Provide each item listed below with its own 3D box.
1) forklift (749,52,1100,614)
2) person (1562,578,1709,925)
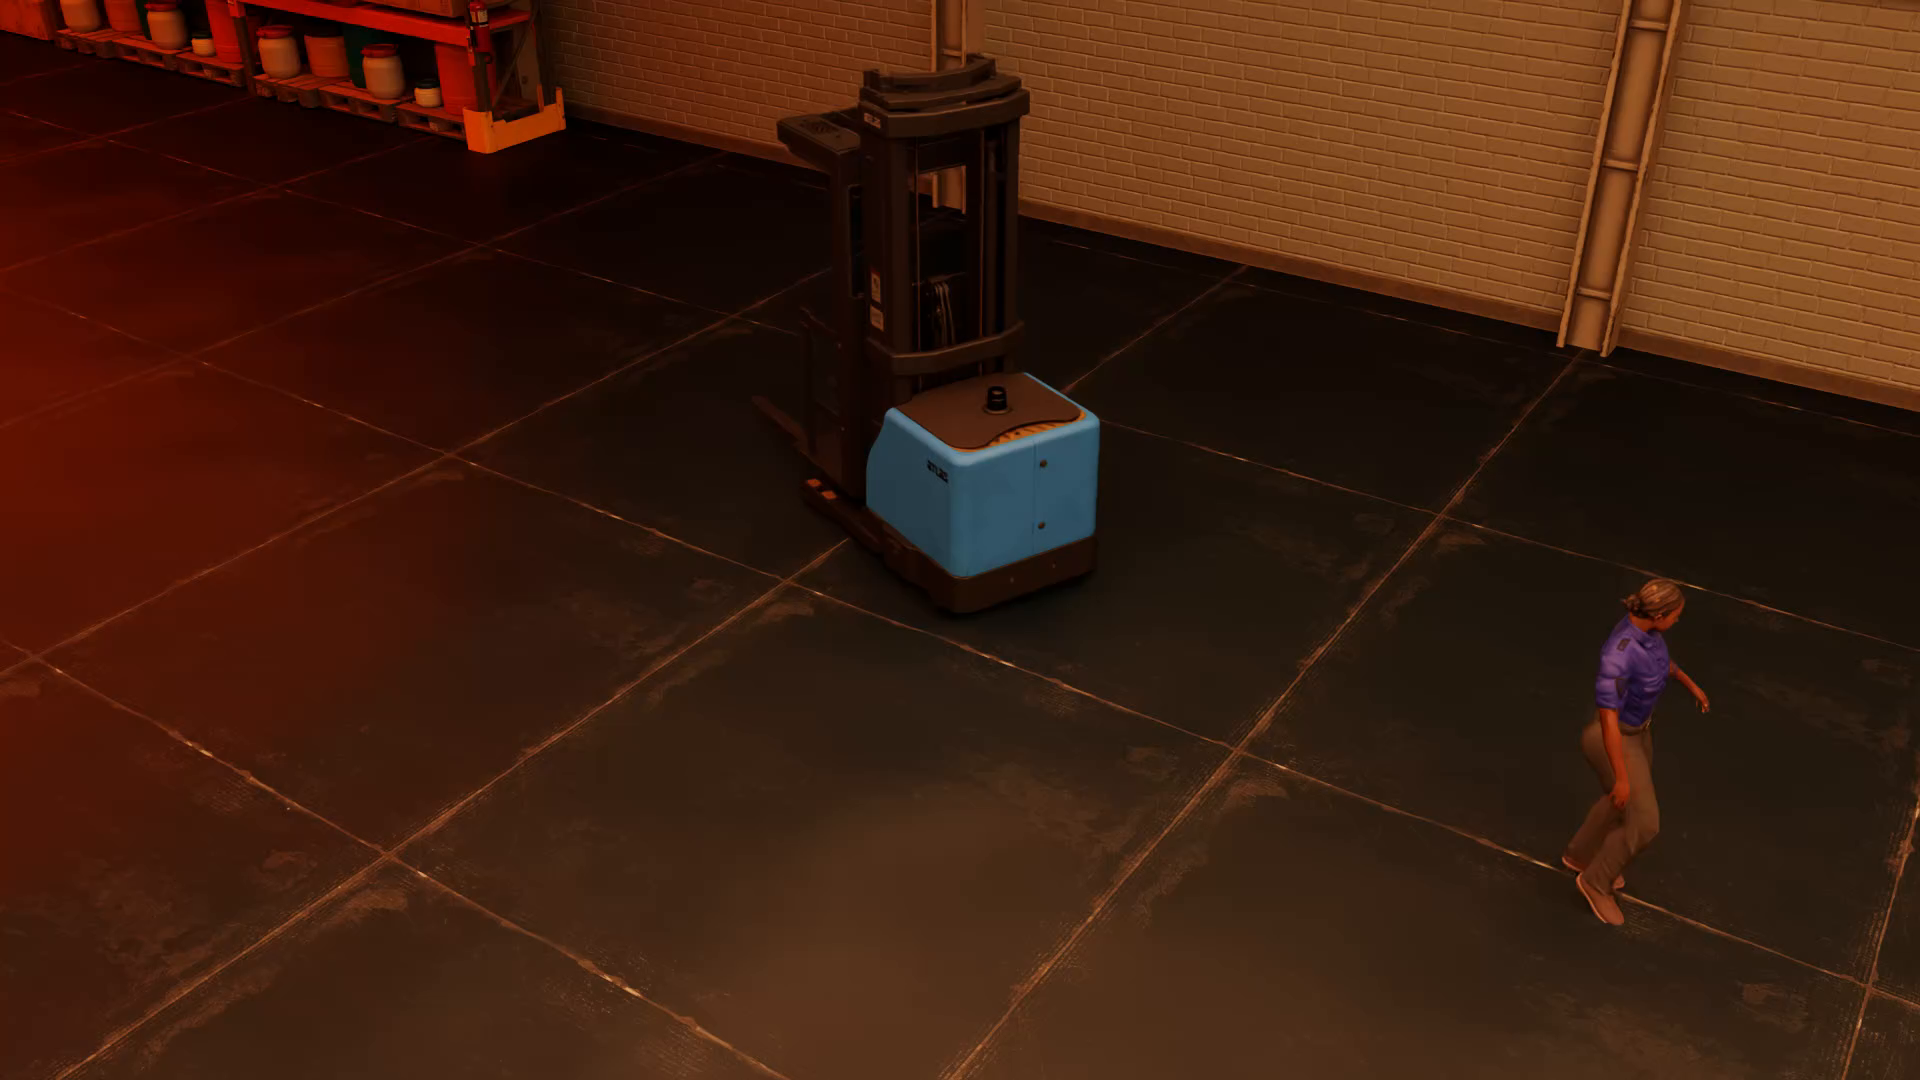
[{"bbox_3d":[-0.394,-1.539,10.231,1.130,2.935,3.031,-18,35,-28],"label":"forklift"},{"bbox_3d":[2.986,0.912,7.352,0.438,1.676,0.819,22,37,32],"label":"person"}]
